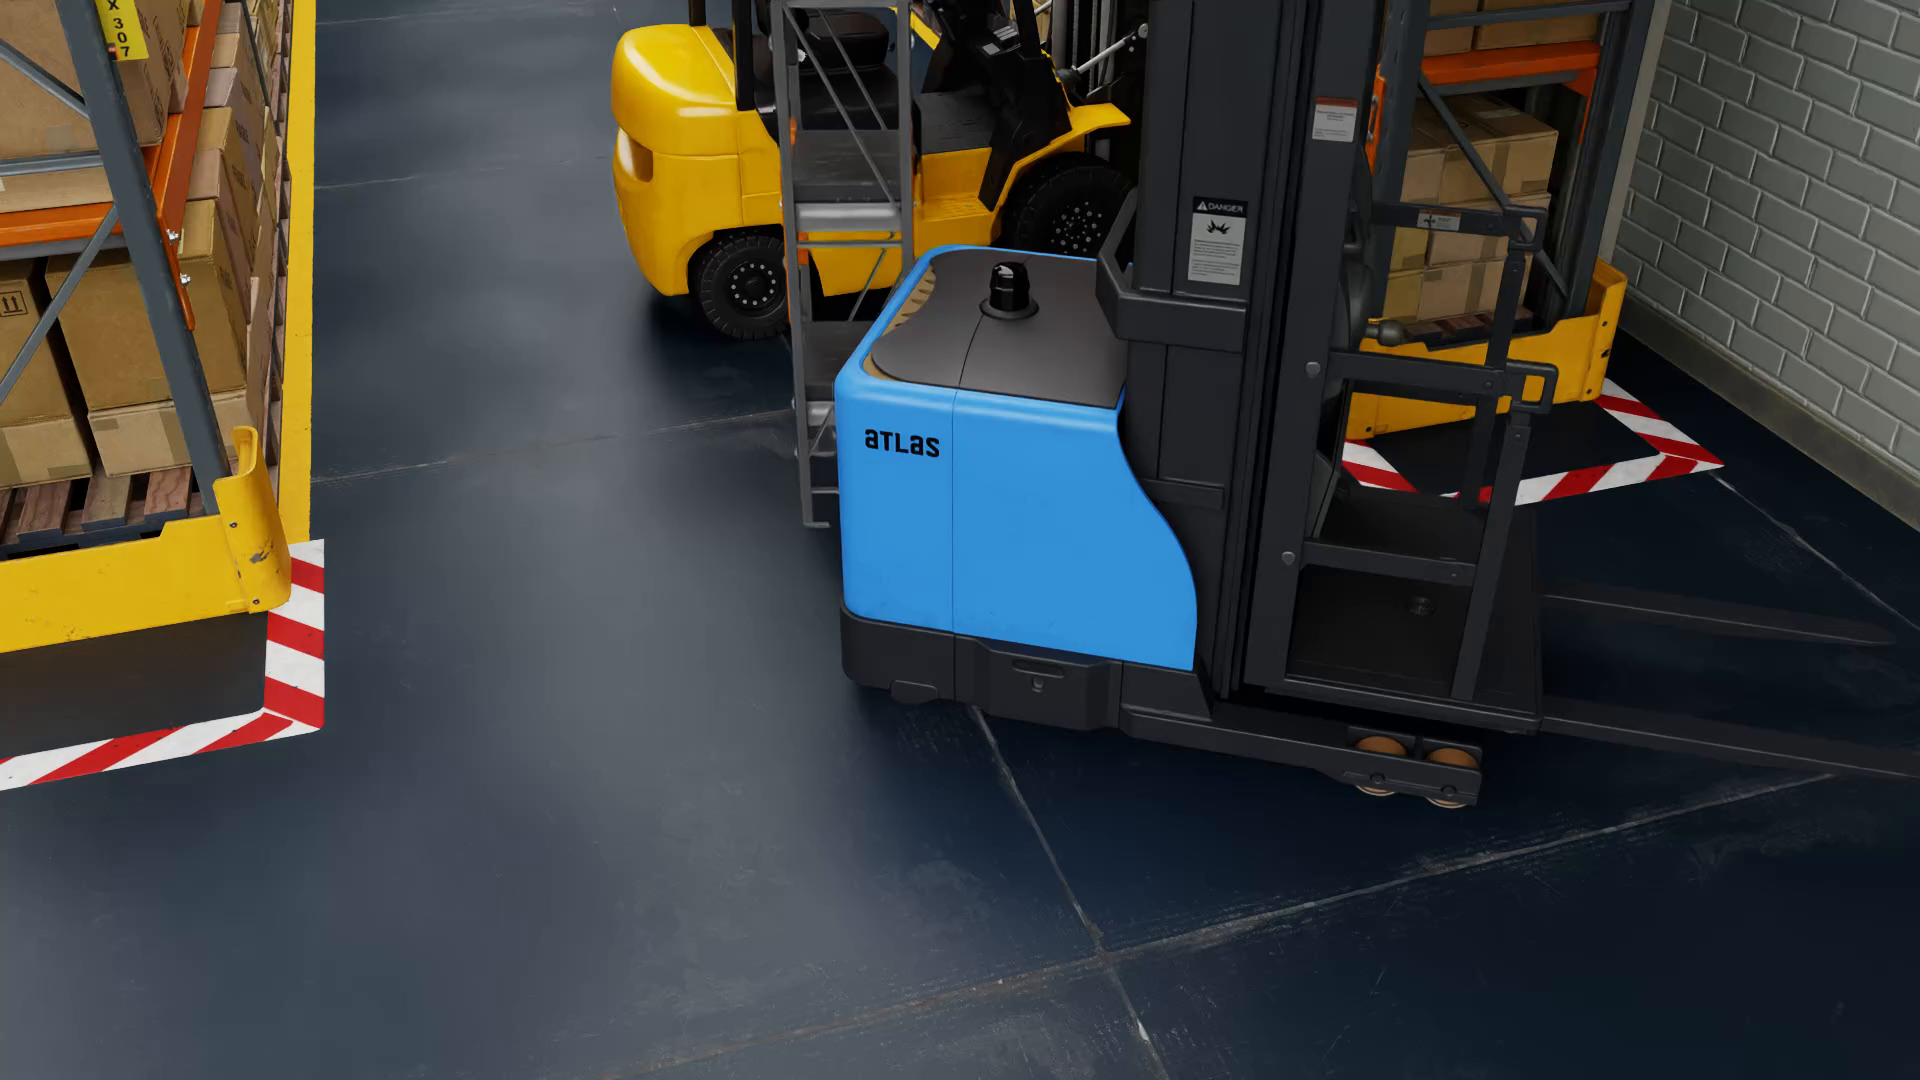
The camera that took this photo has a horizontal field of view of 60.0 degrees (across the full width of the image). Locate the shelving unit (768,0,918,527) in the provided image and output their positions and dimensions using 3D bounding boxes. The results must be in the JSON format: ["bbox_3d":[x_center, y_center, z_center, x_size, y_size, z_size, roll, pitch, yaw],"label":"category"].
[{"bbox_3d":[-0.354,-1.063,5.453,0.431,2.100,0.503,-1,33,-1],"label":"shelving unit"}]

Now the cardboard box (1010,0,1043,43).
[{"bbox_3d":[0.589,-2.854,9.008,0.500,0.250,0.500,-10,35,-15],"label":"cardboard box"}]

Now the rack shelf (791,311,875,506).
[{"bbox_3d":[-0.354,-0.467,5.846,0.431,0.518,0.480,-1,33,-1],"label":"rack shelf"}]

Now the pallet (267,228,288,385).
[{"bbox_3d":[-3.377,-0.935,6.974,1.003,0.211,1.213,-10,35,-15],"label":"pallet"}]

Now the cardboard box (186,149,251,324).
[{"bbox_3d":[-2.925,-1.084,6.102,0.500,0.500,0.500,-11,35,-17],"label":"cardboard box"}]

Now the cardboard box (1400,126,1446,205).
[{"bbox_3d":[1.518,-1.458,6.442,0.500,0.250,0.500,-9,34,-13],"label":"cardboard box"}]

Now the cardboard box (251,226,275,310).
[{"bbox_3d":[-3.080,-1.038,6.714,0.500,0.250,0.500,-8,34,-12],"label":"cardboard box"}]

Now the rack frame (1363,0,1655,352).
[{"bbox_3d":[1.955,-1.823,5.789,1.000,3.000,0.127,-10,35,-15],"label":"rack frame"}]

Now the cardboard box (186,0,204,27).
[{"bbox_3d":[-3.127,-2.063,6.380,0.380,0.149,0.250,-10,35,-14],"label":"cardboard box"}]

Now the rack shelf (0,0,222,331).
[{"bbox_3d":[-3.381,-1.737,6.310,1.077,0.370,4.000,-10,35,-15],"label":"rack shelf"}]

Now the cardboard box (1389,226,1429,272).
[{"bbox_3d":[1.509,-1.263,6.600,0.500,0.250,0.500,-10,35,-15],"label":"cardboard box"}]

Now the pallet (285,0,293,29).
[{"bbox_3d":[-4.974,-3.613,11.026,1.003,0.211,1.213,-10,35,-15],"label":"pallet"}]

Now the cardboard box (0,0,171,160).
[{"bbox_3d":[-2.651,-1.448,4.860,0.500,0.500,0.500,-11,35,-15],"label":"cardboard box"}]

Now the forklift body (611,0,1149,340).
[{"bbox_3d":[-0.361,-2.158,7.065,2.313,2.155,1.214,-10,35,-15],"label":"forklift body"}]

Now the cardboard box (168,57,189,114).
[{"bbox_3d":[-2.805,-1.519,5.556,0.380,0.149,0.250,-9,35,-14],"label":"cardboard box"}]

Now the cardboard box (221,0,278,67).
[{"bbox_3d":[-4.376,-2.818,9.296,0.950,0.372,0.625,-8,34,-12],"label":"cardboard box"}]

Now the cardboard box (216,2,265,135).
[{"bbox_3d":[-3.555,-2.162,7.734,0.500,0.500,0.500,-10,35,-15],"label":"cardboard box"}]

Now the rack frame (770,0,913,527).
[{"bbox_3d":[-0.349,-0.929,5.250,0.400,2.100,0.015,-1,33,-1],"label":"rack frame"}]

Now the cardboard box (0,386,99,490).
[{"bbox_3d":[-3.281,-0.407,5.758,0.500,0.250,0.500,-10,35,-15],"label":"cardboard box"}]

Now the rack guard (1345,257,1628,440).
[{"bbox_3d":[1.963,-0.768,6.459,1.175,0.500,0.348,-10,35,-15],"label":"rack guard"}]

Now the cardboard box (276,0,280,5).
[{"bbox_3d":[-4.815,-3.582,10.452,0.950,0.372,0.625,-11,35,-16],"label":"cardboard box"}]

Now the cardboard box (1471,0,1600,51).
[{"bbox_3d":[2.069,-2.172,6.225,0.500,0.500,0.500,-9,34,-13],"label":"cardboard box"}]

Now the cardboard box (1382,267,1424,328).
[{"bbox_3d":[1.511,-1.045,6.724,0.500,0.250,0.500,-10,35,-14],"label":"cardboard box"}]

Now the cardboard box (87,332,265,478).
[{"bbox_3d":[-2.753,-0.485,5.876,0.500,0.250,0.500,-10,35,-15],"label":"cardboard box"}]

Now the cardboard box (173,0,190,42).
[{"bbox_3d":[-2.969,-1.987,5.675,0.500,0.500,0.500,-11,35,-16],"label":"cardboard box"}]

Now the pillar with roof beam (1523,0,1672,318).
[{"bbox_3d":[-1.499,-4.120,3.822,9.100,9.000,0.400,-10,35,-15],"label":"pillar with roof beam"}]

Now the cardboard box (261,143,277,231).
[{"bbox_3d":[-3.383,-1.572,7.521,0.500,0.250,0.500,-11,35,-16],"label":"cardboard box"}]

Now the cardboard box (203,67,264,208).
[{"bbox_3d":[-3.241,-1.628,6.926,0.500,0.500,0.500,-8,34,-12],"label":"cardboard box"}]

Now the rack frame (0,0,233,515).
[{"bbox_3d":[-2.771,-0.987,4.523,1.000,3.000,0.127,-10,35,-15],"label":"rack frame"}]

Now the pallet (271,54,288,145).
[{"bbox_3d":[-4.230,-2.332,9.088,1.003,0.211,1.213,-10,35,-15],"label":"pallet"}]

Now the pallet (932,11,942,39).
[{"bbox_3d":[0.473,-3.141,10.311,1.003,0.211,1.213,-10,35,-15],"label":"pallet"}]

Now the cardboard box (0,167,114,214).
[{"bbox_3d":[-2.677,-1.095,4.914,0.380,0.149,0.250,-10,35,-15],"label":"cardboard box"}]

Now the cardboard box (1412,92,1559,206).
[{"bbox_3d":[1.989,-1.553,6.585,0.500,0.250,0.500,-11,35,-15],"label":"cardboard box"}]

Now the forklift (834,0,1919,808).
[{"bbox_3d":[1.218,-0.804,4.308,3.031,2.935,1.130,8,34,13],"label":"forklift"}]

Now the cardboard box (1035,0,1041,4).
[{"bbox_3d":[0.584,-3.062,8.869,0.500,0.250,0.500,-11,35,-15],"label":"cardboard box"}]
